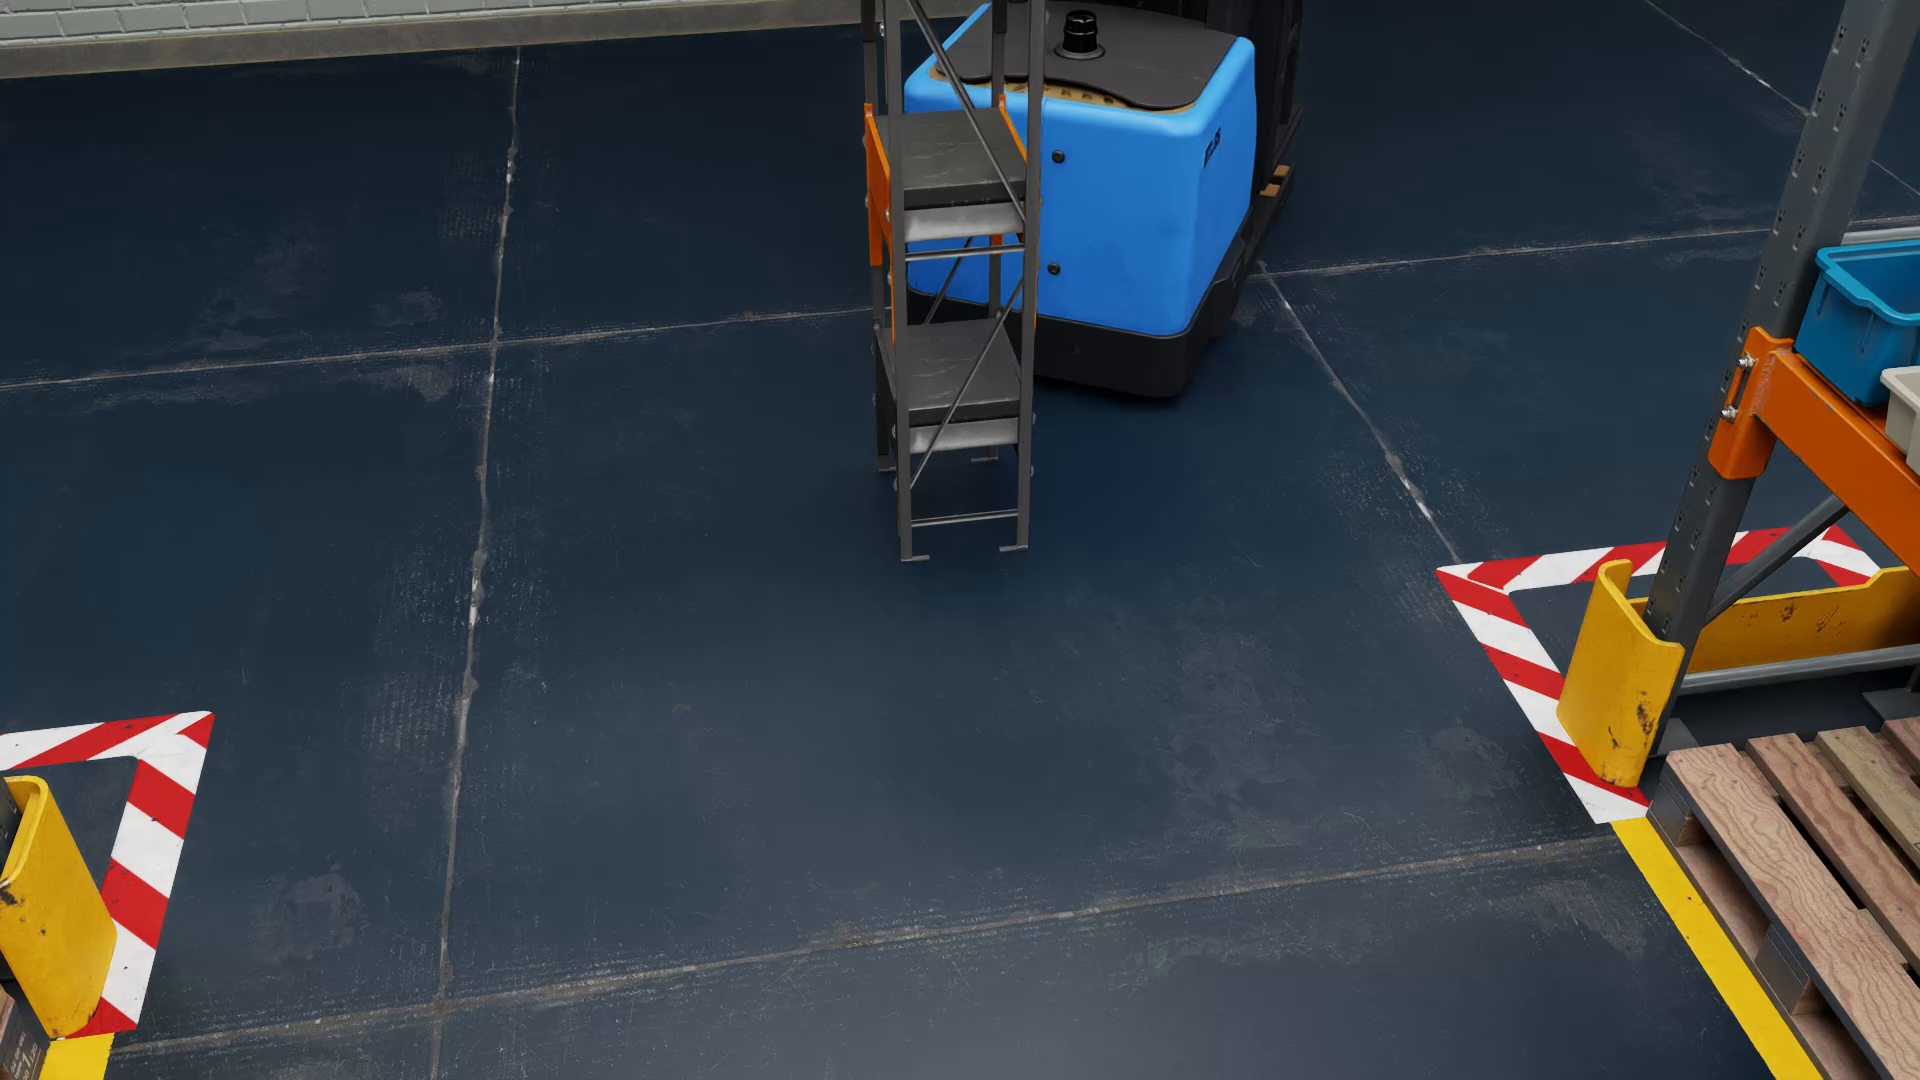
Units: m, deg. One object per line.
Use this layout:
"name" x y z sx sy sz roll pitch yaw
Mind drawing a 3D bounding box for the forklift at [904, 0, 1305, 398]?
"forklift" 0.790 -2.557 6.152 1.130 2.935 3.031 13 40 16

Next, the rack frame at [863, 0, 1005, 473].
"rack frame" -0.072 -1.077 4.924 0.400 2.100 0.015 -6 38 -8

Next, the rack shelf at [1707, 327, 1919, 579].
"rack shelf" 2.622 0.818 2.339 1.077 0.370 4.000 -6 38 -8

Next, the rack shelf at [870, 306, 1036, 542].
"rack shelf" -0.029 -0.366 5.172 0.431 0.518 0.480 -6 38 -8

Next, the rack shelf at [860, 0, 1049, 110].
"rack shelf" -0.029 -1.471 4.313 0.431 0.518 0.480 -6 38 -8

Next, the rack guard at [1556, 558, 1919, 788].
"rack guard" 2.254 0.300 4.457 1.175 0.500 0.348 -6 38 -8

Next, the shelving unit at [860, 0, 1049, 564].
"shelving unit" -0.029 -0.929 4.735 0.431 2.100 0.503 -6 38 -8

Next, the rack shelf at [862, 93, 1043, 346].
"rack shelf" -0.029 -0.918 4.743 0.431 0.518 0.480 -6 38 -8

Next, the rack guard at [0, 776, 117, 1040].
"rack guard" -2.593 0.889 3.698 1.175 0.500 0.348 -6 38 -8

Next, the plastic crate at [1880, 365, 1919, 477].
"plastic crate" 1.965 -0.207 3.237 0.250 0.136 0.298 -6 38 -8

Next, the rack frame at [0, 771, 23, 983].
"rack frame" -2.606 -0.144 2.990 1.000 3.000 0.127 -6 38 -8

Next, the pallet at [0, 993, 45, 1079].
"pallet" -2.452 1.485 3.167 1.003 0.211 1.213 -6 38 -8

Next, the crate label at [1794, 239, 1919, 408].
"crate label" 1.990 -0.447 3.468 0.416 0.233 0.303 -6 38 -8

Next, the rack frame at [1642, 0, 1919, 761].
"rack frame" 2.271 -0.674 3.673 1.000 3.000 0.127 -6 38 -8

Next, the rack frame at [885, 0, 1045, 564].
"rack frame" 0.014 -0.782 4.545 0.400 2.100 0.015 -6 38 -8

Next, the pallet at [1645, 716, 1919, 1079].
"pallet" 2.377 0.929 3.882 1.003 0.211 1.213 -6 38 -8

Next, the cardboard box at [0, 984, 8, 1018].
"cardboard box" -2.269 0.972 3.233 0.500 0.500 0.500 -6 38 -8
